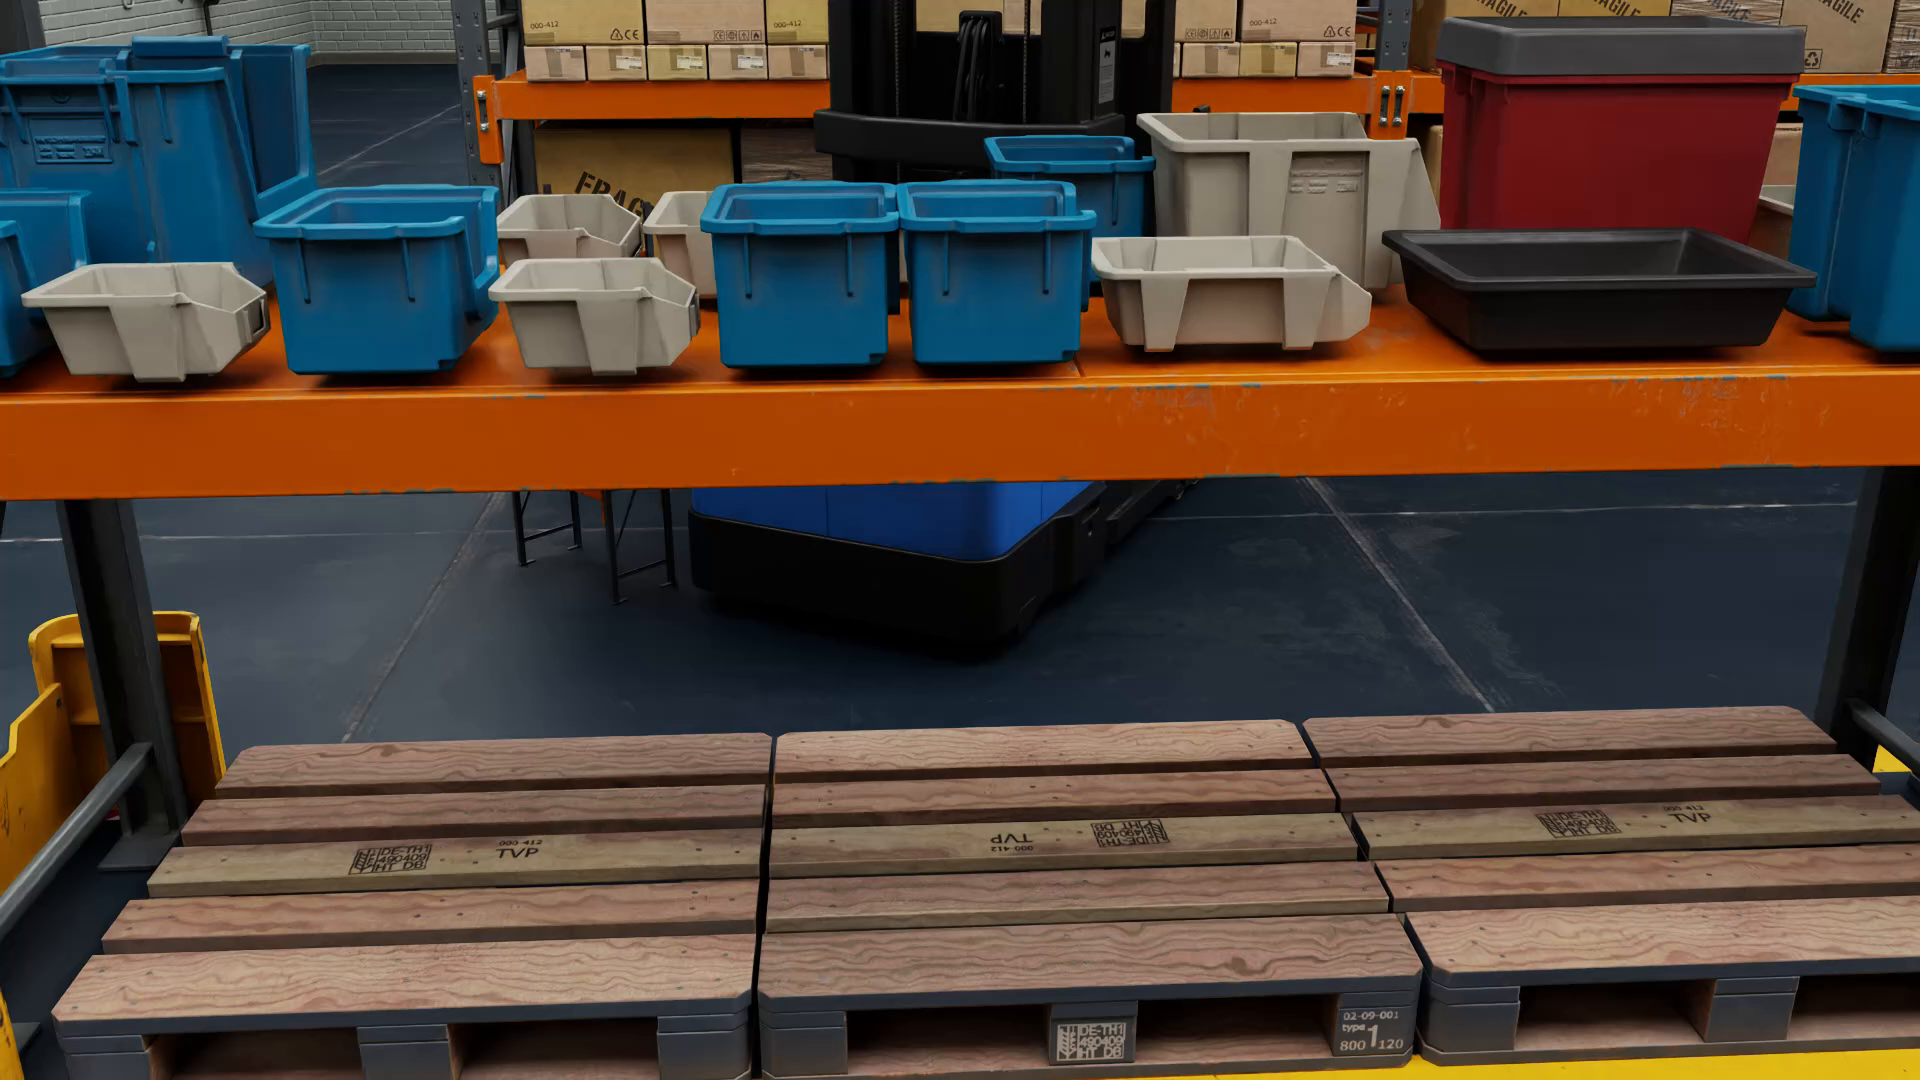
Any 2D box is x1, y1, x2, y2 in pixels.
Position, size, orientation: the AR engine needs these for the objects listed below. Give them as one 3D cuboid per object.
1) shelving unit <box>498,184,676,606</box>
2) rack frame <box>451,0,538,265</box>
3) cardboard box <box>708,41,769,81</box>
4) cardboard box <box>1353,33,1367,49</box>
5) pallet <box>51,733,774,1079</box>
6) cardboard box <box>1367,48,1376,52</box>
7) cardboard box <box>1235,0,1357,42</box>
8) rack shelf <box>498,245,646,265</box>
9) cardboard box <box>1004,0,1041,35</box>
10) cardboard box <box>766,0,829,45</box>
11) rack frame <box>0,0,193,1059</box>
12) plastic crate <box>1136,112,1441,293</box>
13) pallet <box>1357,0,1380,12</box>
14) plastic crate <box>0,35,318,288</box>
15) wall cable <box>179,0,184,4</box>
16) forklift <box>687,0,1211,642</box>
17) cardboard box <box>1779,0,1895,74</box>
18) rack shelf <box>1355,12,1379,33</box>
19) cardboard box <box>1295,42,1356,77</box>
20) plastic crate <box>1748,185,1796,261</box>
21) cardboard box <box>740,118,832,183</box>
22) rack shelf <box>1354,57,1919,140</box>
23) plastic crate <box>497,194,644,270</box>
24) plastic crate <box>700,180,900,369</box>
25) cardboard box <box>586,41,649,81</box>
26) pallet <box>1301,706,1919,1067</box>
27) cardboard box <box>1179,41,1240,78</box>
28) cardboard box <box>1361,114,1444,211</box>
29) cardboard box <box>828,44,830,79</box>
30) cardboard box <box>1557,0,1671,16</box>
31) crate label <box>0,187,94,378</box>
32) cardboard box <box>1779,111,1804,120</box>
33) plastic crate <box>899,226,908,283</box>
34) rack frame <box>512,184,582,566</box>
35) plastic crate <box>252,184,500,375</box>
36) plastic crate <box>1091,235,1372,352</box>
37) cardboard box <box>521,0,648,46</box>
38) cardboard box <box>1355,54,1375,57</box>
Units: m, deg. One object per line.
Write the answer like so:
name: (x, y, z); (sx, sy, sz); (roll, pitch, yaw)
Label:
shelving unit: (-1.167, -0.451, 5.119); (0.503, 1.200, 0.258); (18, 27, 38)
rack frame: (-2.112, -2.327, 7.516); (0.127, 3.000, 1.000); (-1, 21, -3)
cardboard box: (-0.967, -2.116, 7.316); (0.250, 0.149, 0.380); (-1, 21, -4)
cardboard box: (3.724, -5.211, 17.489); (0.875, 0.875, 0.875); (-1, 21, -2)
pallet: (-1.004, 0.733, 3.399); (1.213, 0.211, 1.003); (-1, 21, -3)
cardboard box: (3.469, -3.677, 12.931); (0.500, 0.250, 0.500); (-2, 21, -5)
cardboard box: (1.455, -2.374, 7.435); (0.500, 0.250, 0.500); (-2, 21, -4)
rack shelf: (-1.167, -0.818, 4.980); (0.480, 0.148, 0.258); (18, 27, 38)
cardboard box: (0.429, -2.353, 7.377); (0.500, 0.250, 0.500); (-1, 21, -2)
cardboard box: (-0.597, -2.331, 7.321); (0.500, 0.250, 0.500); (-2, 21, -5)
rack frame: (-1.830, -0.567, 2.895); (0.127, 3.000, 1.000); (-1, 21, -3)
plastic crate: (0.629, -0.655, 3.209); (0.530, 0.282, 0.437); (-1, 21, -3)
pallet: (2.470, -4.046, 12.302); (1.213, 0.211, 1.003); (-1, 21, -3)
plastic crate: (-1.506, -0.685, 3.070); (0.499, 0.435, 0.616); (-1, 21, -3)
wall cable: (-8.399, -6.702, 17.582); (0.122, 1.984, 0.588); (-1, 21, -3)
forklift: (0.268, -1.570, 5.626); (1.130, 2.935, 3.031); (10, 23, 24)
cardboard box: (3.872, -2.408, 7.589); (0.500, 0.500, 0.500); (-1, 21, -2)
rack shelf: (3.696, -3.876, 12.597); (4.000, 0.370, 1.077); (-1, 21, -3)
cardboard box: (1.595, -2.168, 7.452); (0.250, 0.149, 0.380); (-1, 21, -3)
plastic crate: (1.691, -0.594, 3.253); (0.243, 0.136, 0.396); (-1, 21, -3)
cardboard box: (-0.569, -1.590, 7.977); (0.875, 0.875, 0.875); (-1, 21, -3)
rack shelf: (3.878, -2.112, 7.964); (4.000, 0.370, 1.077); (-1, 21, -3)
plastic crate: (-0.736, -0.554, 3.145); (0.243, 0.136, 0.396); (-1, 21, -3)
plastic crate: (-0.250, -0.432, 2.690); (0.300, 0.233, 0.416); (-1, 21, -3)
cardboard box: (-1.483, -2.105, 7.287); (0.250, 0.149, 0.380); (-1, 21, -4)
pallet: (1.432, 0.684, 3.529); (1.213, 0.211, 1.003); (-1, 21, -3)
cardboard box: (1.082, -2.157, 7.425); (0.250, 0.149, 0.380); (-2, 21, -4)
cardboard box: (2.519, -1.631, 8.086); (0.875, 0.875, 1.225); (-1, 21, -3)
cardboard box: (-0.456, -2.126, 7.343); (0.250, 0.149, 0.380); (-1, 21, -4)
cardboard box: (2.857, -2.386, 7.531); (0.500, 0.500, 0.500); (-1, 21, -3)
crate label: (-1.564, -0.405, 2.620); (0.303, 0.233, 0.416); (-1, 21, -3)
cardboard box: (4.294, -1.670, 8.188); (0.875, 0.875, 1.225); (-1, 21, -3)
plastic crate: (-0.164, -0.580, 3.216); (0.250, 0.136, 0.298); (-1, 21, -3)
rack frame: (-1.349, -0.509, 5.271); (0.015, 1.200, 0.240); (18, 27, 38)
plastic crate: (-0.907, -0.418, 2.655); (0.300, 0.233, 0.416); (-1, 21, -3)
plastic crate: (0.443, -0.411, 2.771); (0.466, 0.136, 0.293); (-1, 21, -3)
cardboard box: (-1.618, -2.309, 7.263); (0.500, 0.250, 0.500); (-2, 21, -4)
cardboard box: (2.983, -3.483, 12.423); (0.500, 0.250, 0.500); (-1, 21, -2)
